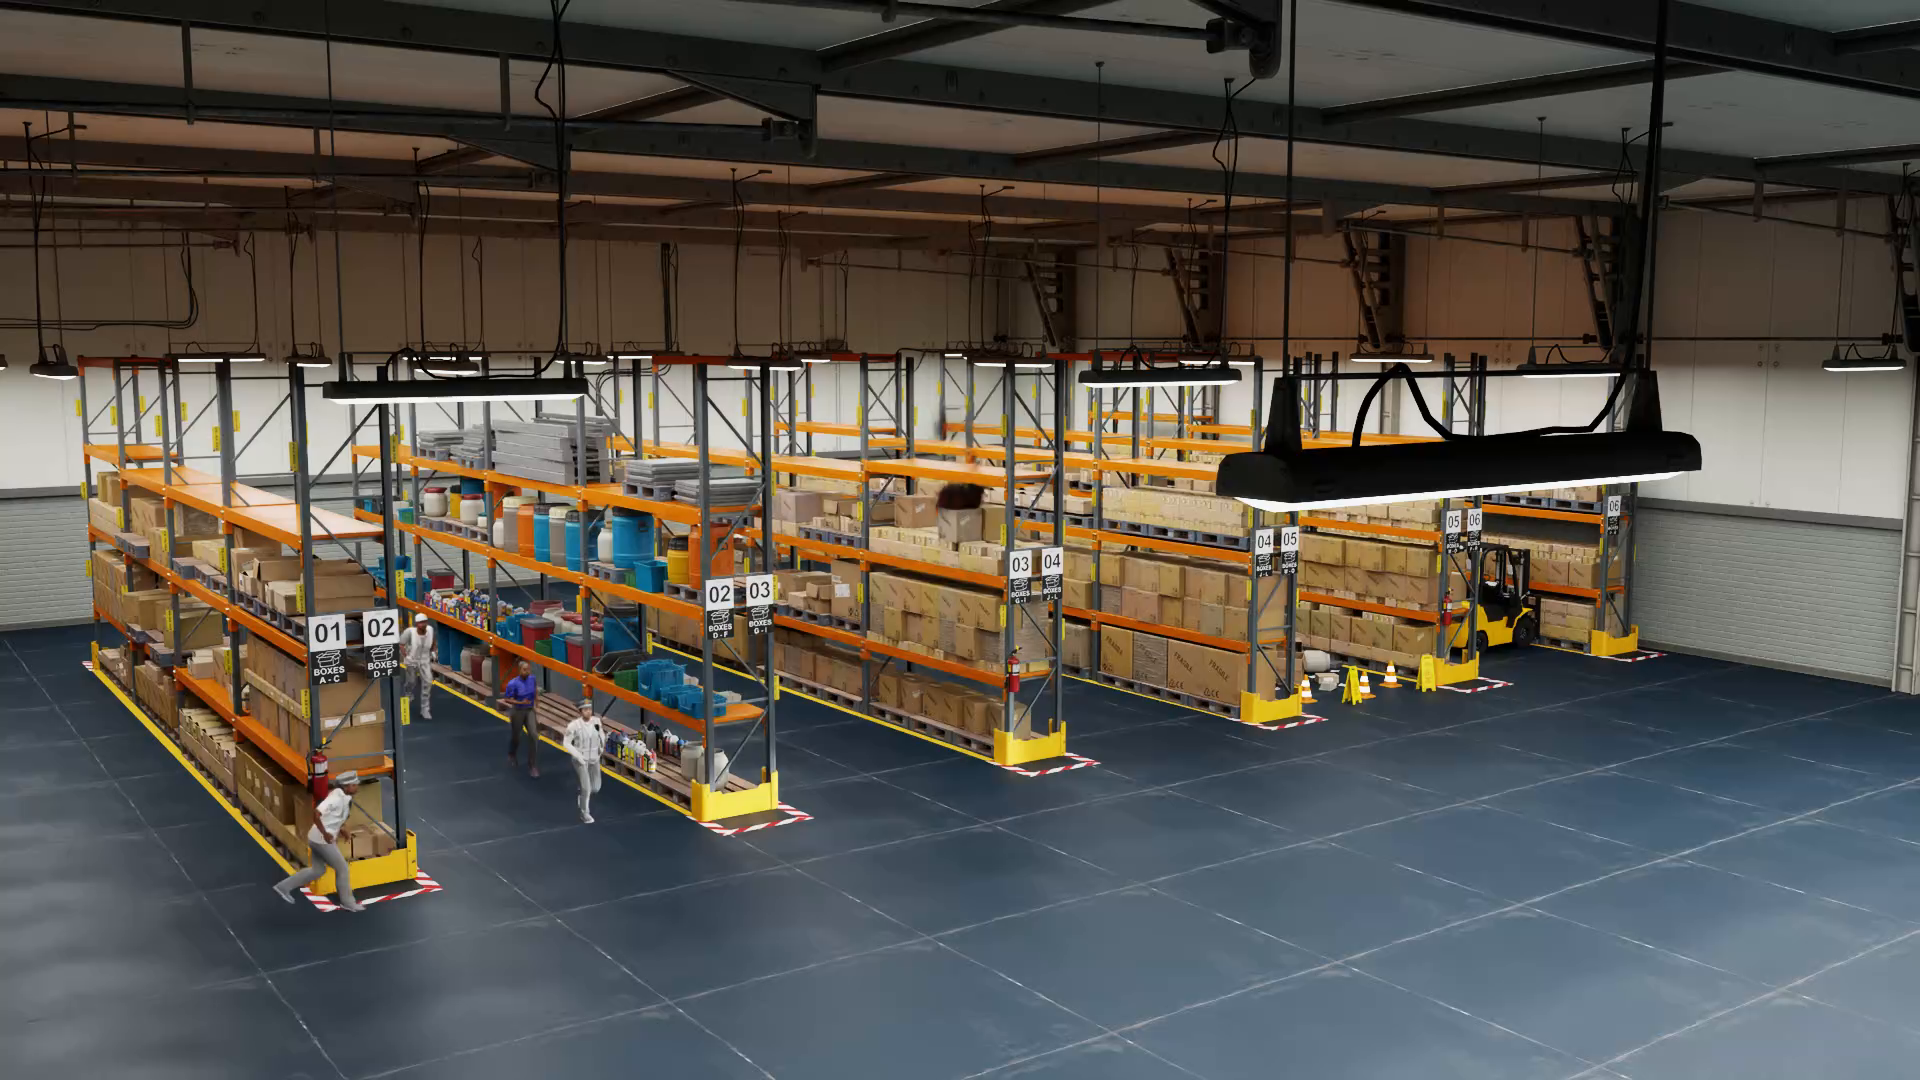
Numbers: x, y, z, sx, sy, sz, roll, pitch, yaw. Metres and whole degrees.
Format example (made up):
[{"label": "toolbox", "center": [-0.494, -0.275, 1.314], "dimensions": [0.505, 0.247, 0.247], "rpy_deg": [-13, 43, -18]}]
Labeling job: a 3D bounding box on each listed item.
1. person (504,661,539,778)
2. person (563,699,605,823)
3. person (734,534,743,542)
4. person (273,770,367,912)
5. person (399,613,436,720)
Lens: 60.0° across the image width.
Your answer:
[{"label": "person", "center": [-6.397, 2.583, 24.286], "dimensions": [0.599, 1.693, 0.918], "rpy_deg": [-6, 9, -40]}, {"label": "person", "center": [-4.927, 2.868, 21.844], "dimensions": [0.615, 1.652, 0.613], "rpy_deg": [-5, 9, -38]}, {"label": "person", "center": [-5.314, 0.697, 39.384], "dimensions": [0.718, 1.731, 0.693], "rpy_deg": [-2, 7, -13]}, {"label": "person", "center": [-7.072, 3.356, 18.284], "dimensions": [0.971, 1.628, 0.603], "rpy_deg": [-1, 7, -7]}, {"label": "person", "center": [-9.139, 2.081, 28.009], "dimensions": [0.680, 1.768, 1.086], "rpy_deg": [-5, 9, -36]}]
